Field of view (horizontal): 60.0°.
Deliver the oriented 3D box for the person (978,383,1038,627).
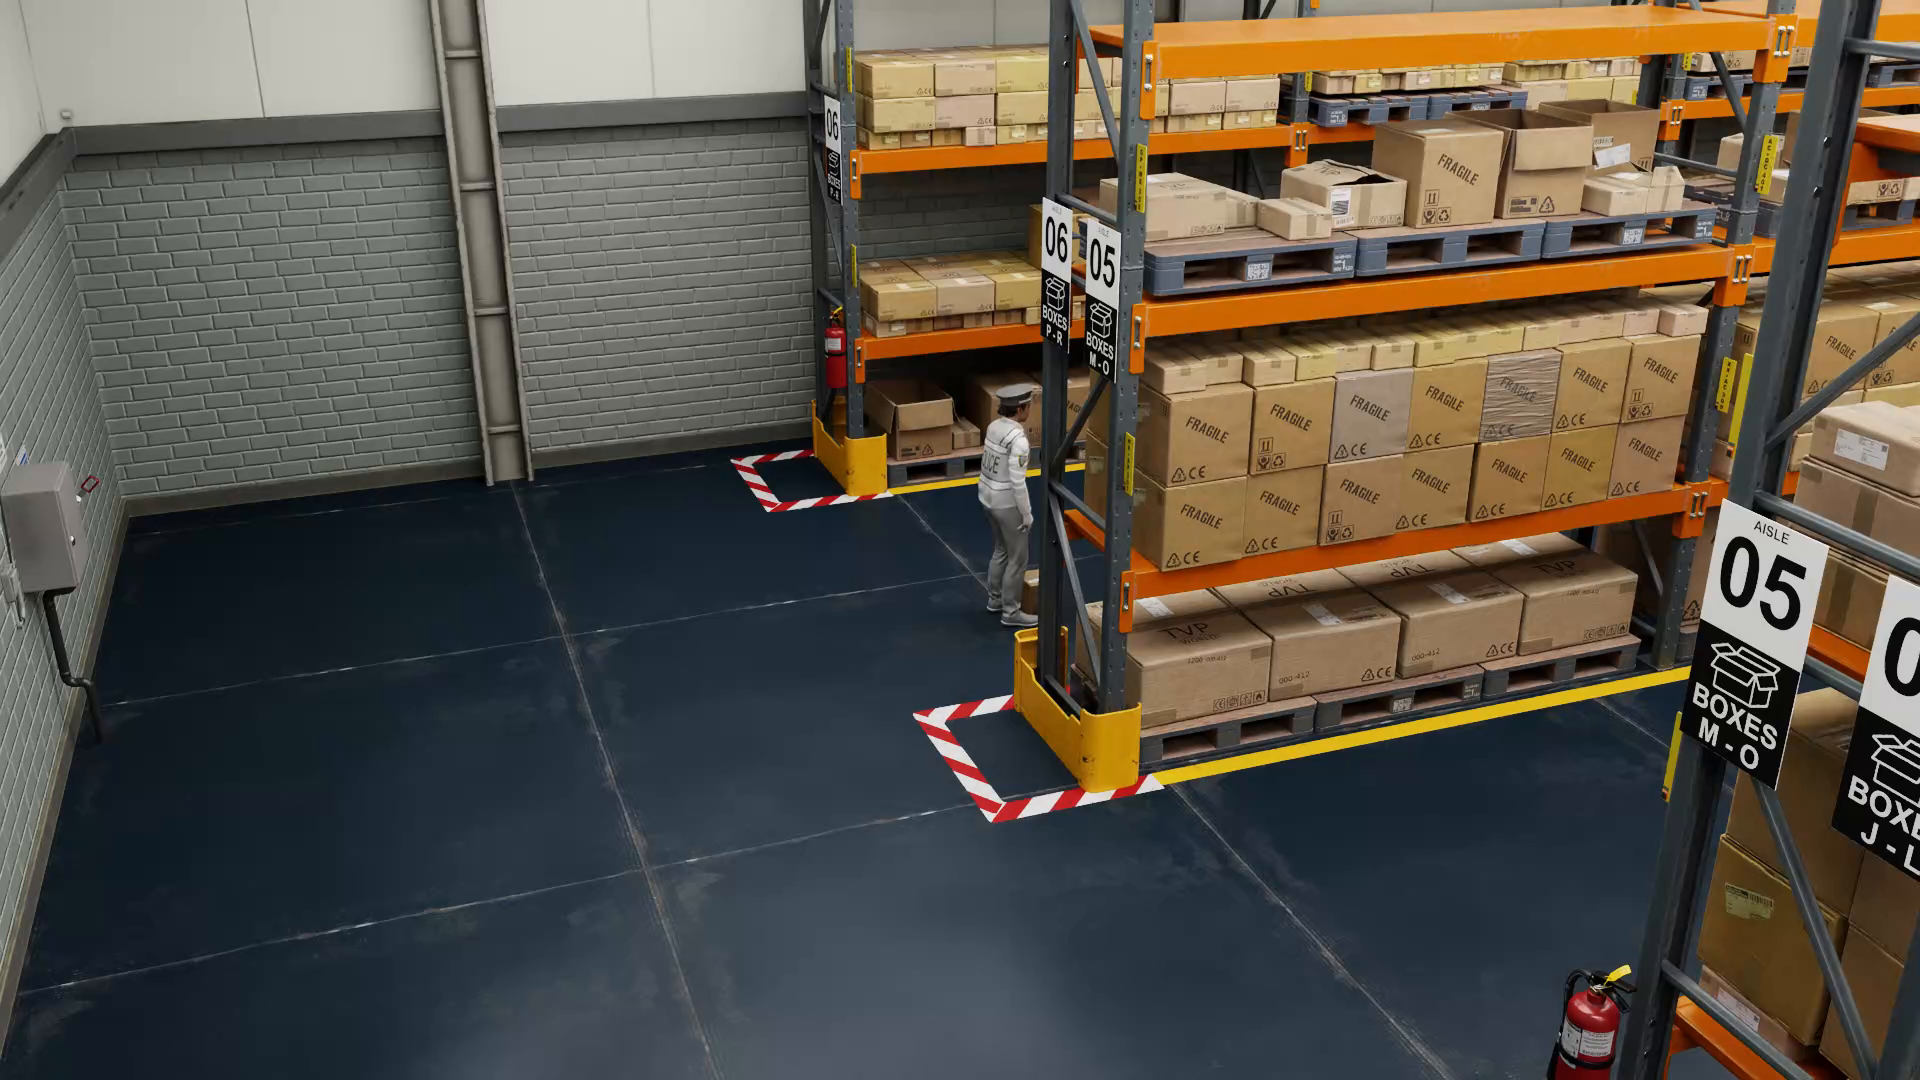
[{"bbox_3d":[0.331,-0.246,11.398,0.374,1.665,0.546,-10,25,-22],"label":"person"}]
